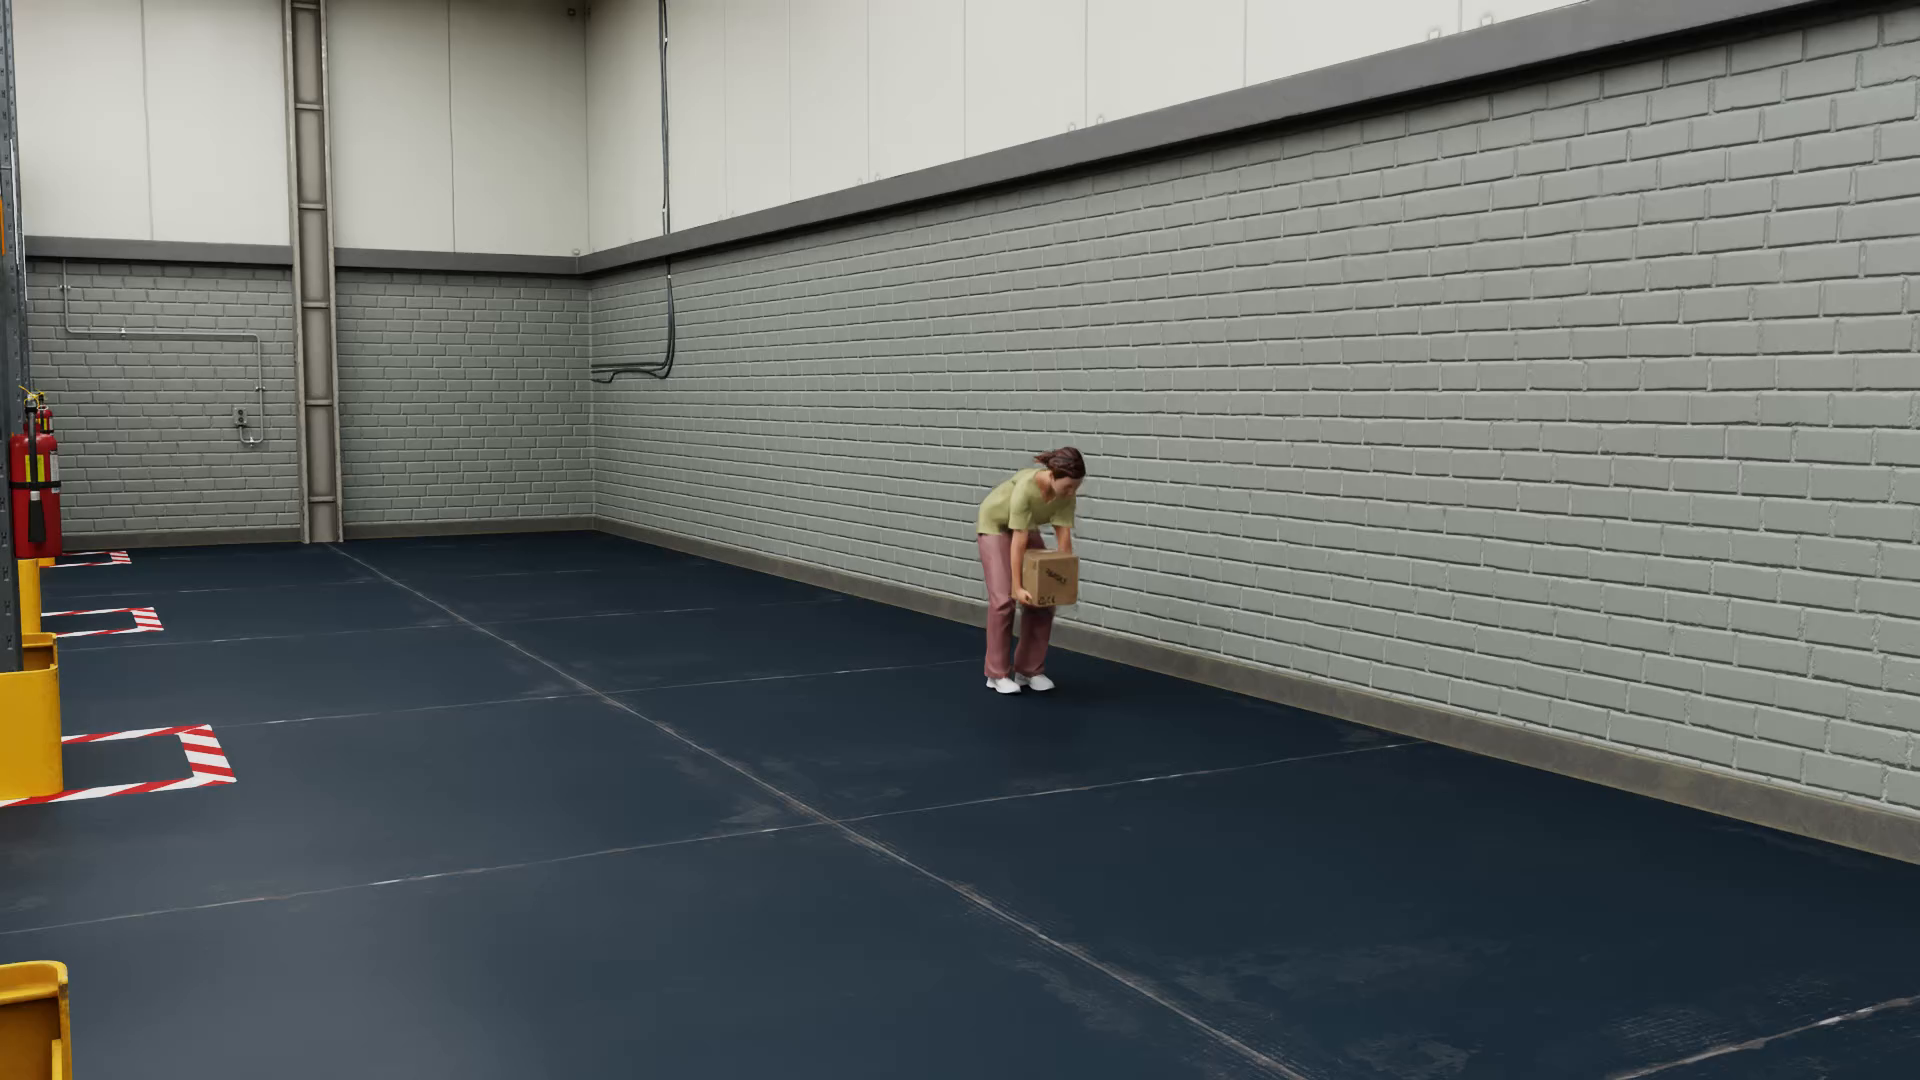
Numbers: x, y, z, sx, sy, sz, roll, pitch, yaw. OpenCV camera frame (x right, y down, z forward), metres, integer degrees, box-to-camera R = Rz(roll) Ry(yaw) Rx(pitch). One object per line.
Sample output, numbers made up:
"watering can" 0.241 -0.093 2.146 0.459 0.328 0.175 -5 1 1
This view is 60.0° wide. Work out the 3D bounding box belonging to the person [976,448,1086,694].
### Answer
"person" 0.394 0.162 8.724 0.398 1.310 0.813 -3 6 -30
